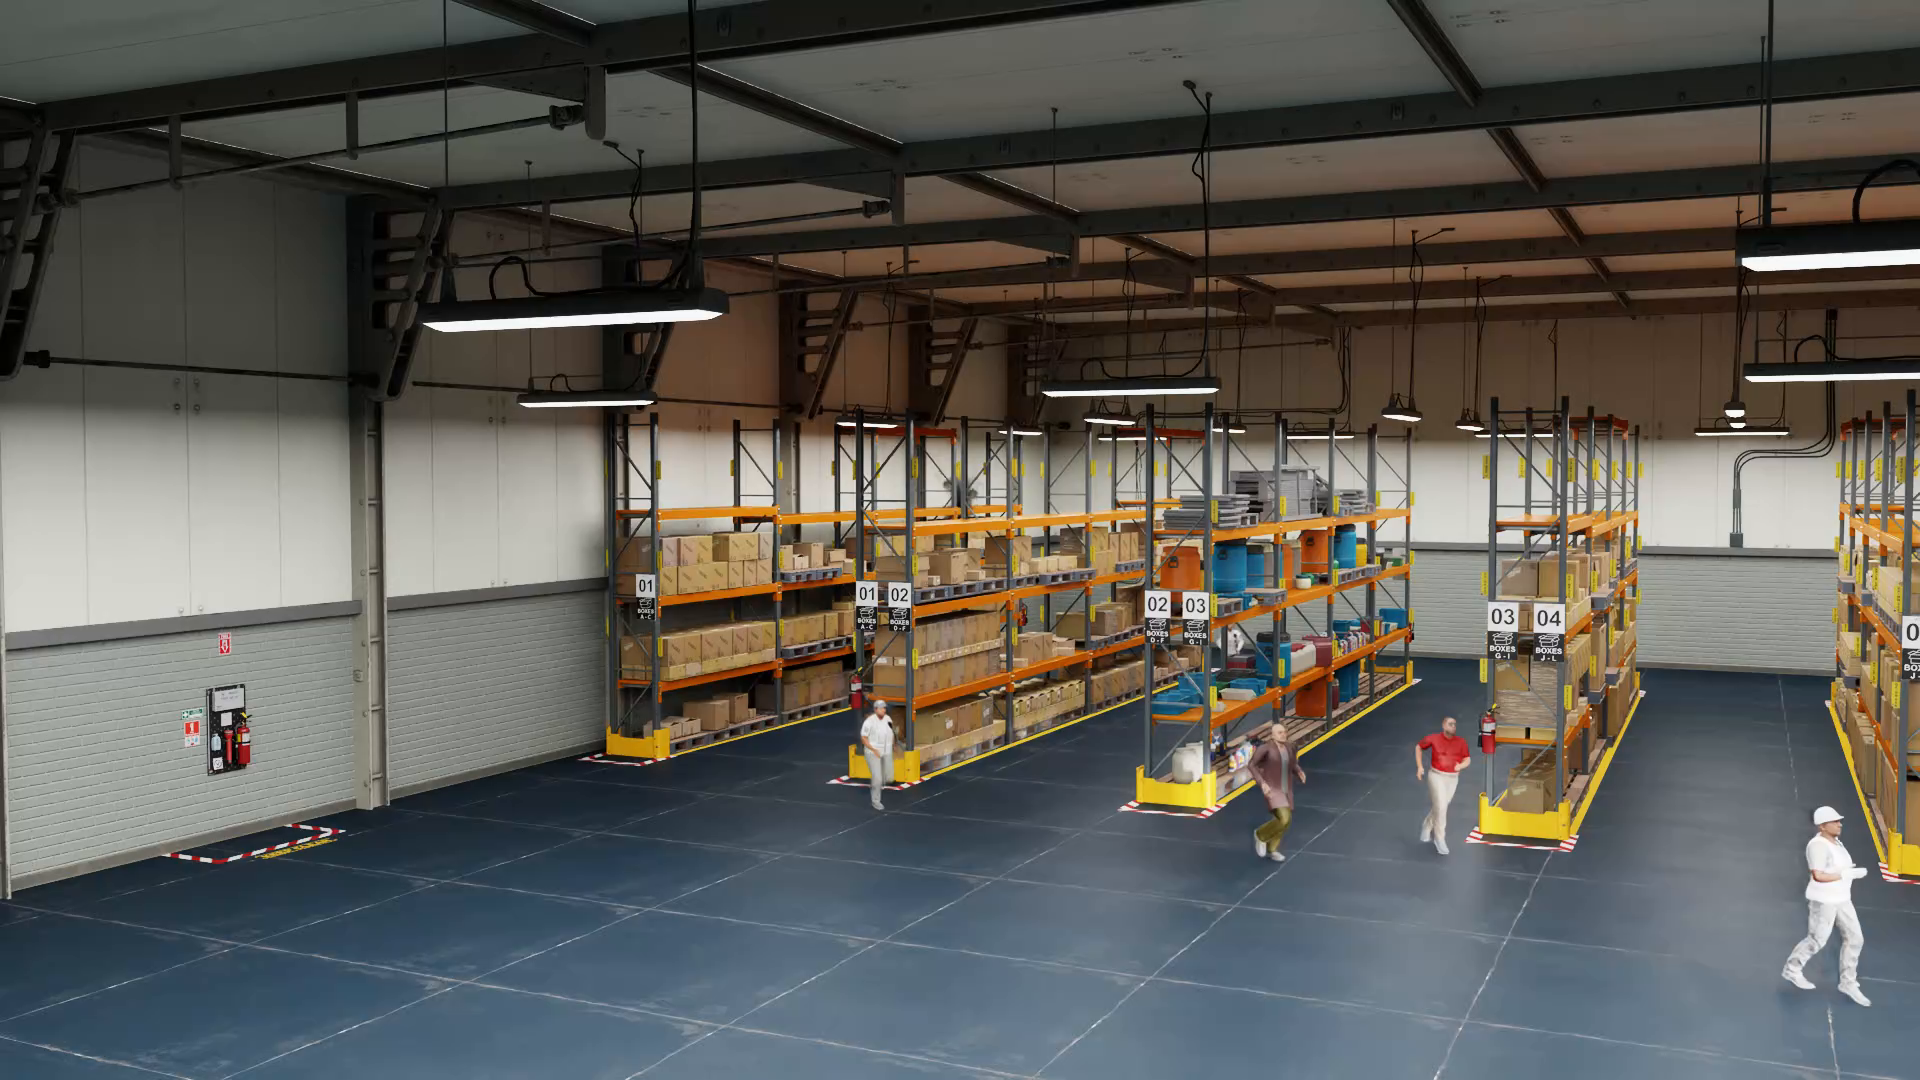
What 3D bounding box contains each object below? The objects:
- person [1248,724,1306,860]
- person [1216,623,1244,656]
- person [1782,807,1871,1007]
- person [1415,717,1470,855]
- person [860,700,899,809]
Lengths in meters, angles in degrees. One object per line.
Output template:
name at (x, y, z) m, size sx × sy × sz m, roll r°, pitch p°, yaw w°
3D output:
person at (4.115, 3.232, 21.271) m, size 0.691 × 1.747 × 0.617 m, roll -1°, pitch 3°, yaw -31°
person at (6.075, 2.587, 37.533) m, size 0.596 × 1.665 × 0.567 m, roll 1°, pitch 2°, yaw 15°
person at (8.196, 3.435, 15.714) m, size 0.657 × 1.835 × 0.763 m, roll -2°, pitch 3°, yaw -39°
person at (6.443, 3.215, 22.035) m, size 0.670 × 1.727 × 0.873 m, roll 0°, pitch 2°, yaw -9°
person at (-1.220, 3.169, 24.695) m, size 0.591 × 1.619 × 0.587 m, roll -2°, pitch 3°, yaw -35°
